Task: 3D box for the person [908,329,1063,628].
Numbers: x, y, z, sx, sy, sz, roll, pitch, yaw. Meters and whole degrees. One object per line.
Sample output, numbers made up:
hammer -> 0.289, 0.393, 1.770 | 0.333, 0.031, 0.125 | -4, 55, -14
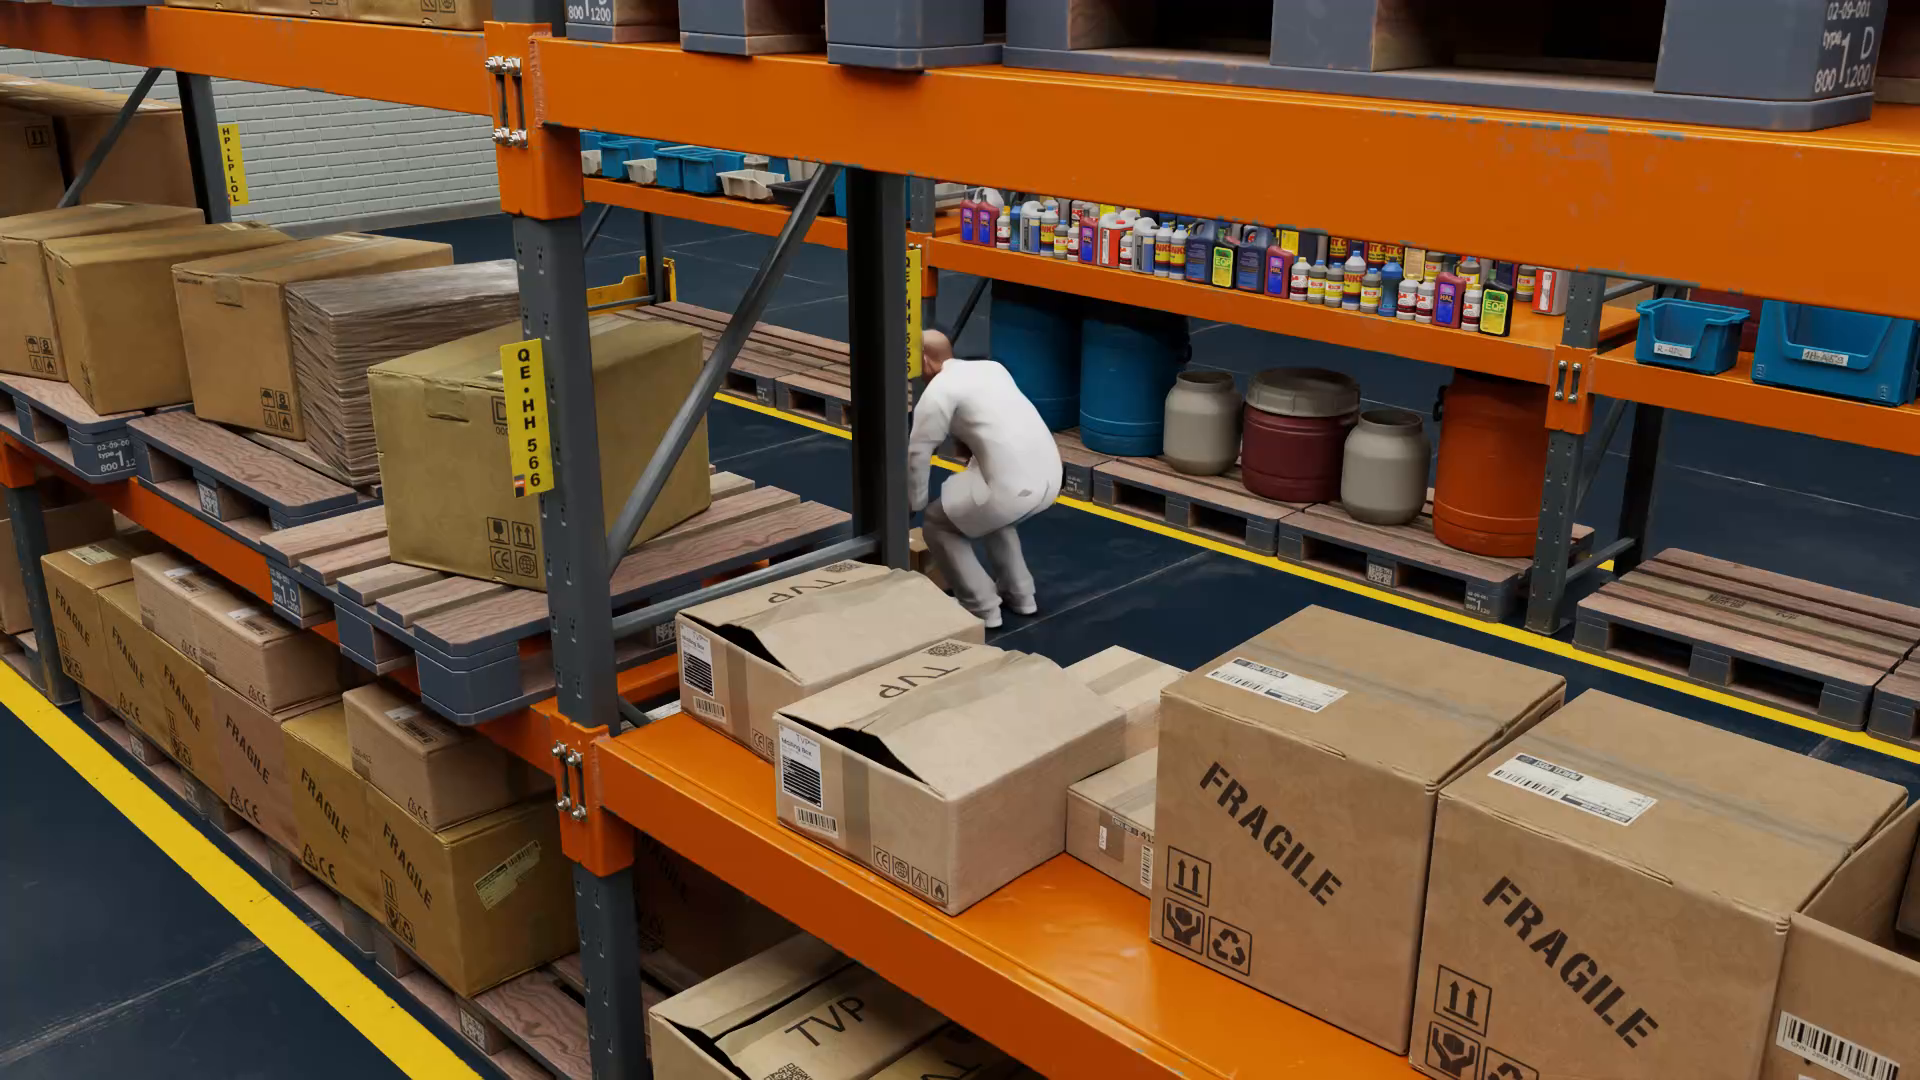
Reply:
person -> 0.087, -0.271, 7.522 | 0.780, 1.301, 0.631 | 19, 27, 41
